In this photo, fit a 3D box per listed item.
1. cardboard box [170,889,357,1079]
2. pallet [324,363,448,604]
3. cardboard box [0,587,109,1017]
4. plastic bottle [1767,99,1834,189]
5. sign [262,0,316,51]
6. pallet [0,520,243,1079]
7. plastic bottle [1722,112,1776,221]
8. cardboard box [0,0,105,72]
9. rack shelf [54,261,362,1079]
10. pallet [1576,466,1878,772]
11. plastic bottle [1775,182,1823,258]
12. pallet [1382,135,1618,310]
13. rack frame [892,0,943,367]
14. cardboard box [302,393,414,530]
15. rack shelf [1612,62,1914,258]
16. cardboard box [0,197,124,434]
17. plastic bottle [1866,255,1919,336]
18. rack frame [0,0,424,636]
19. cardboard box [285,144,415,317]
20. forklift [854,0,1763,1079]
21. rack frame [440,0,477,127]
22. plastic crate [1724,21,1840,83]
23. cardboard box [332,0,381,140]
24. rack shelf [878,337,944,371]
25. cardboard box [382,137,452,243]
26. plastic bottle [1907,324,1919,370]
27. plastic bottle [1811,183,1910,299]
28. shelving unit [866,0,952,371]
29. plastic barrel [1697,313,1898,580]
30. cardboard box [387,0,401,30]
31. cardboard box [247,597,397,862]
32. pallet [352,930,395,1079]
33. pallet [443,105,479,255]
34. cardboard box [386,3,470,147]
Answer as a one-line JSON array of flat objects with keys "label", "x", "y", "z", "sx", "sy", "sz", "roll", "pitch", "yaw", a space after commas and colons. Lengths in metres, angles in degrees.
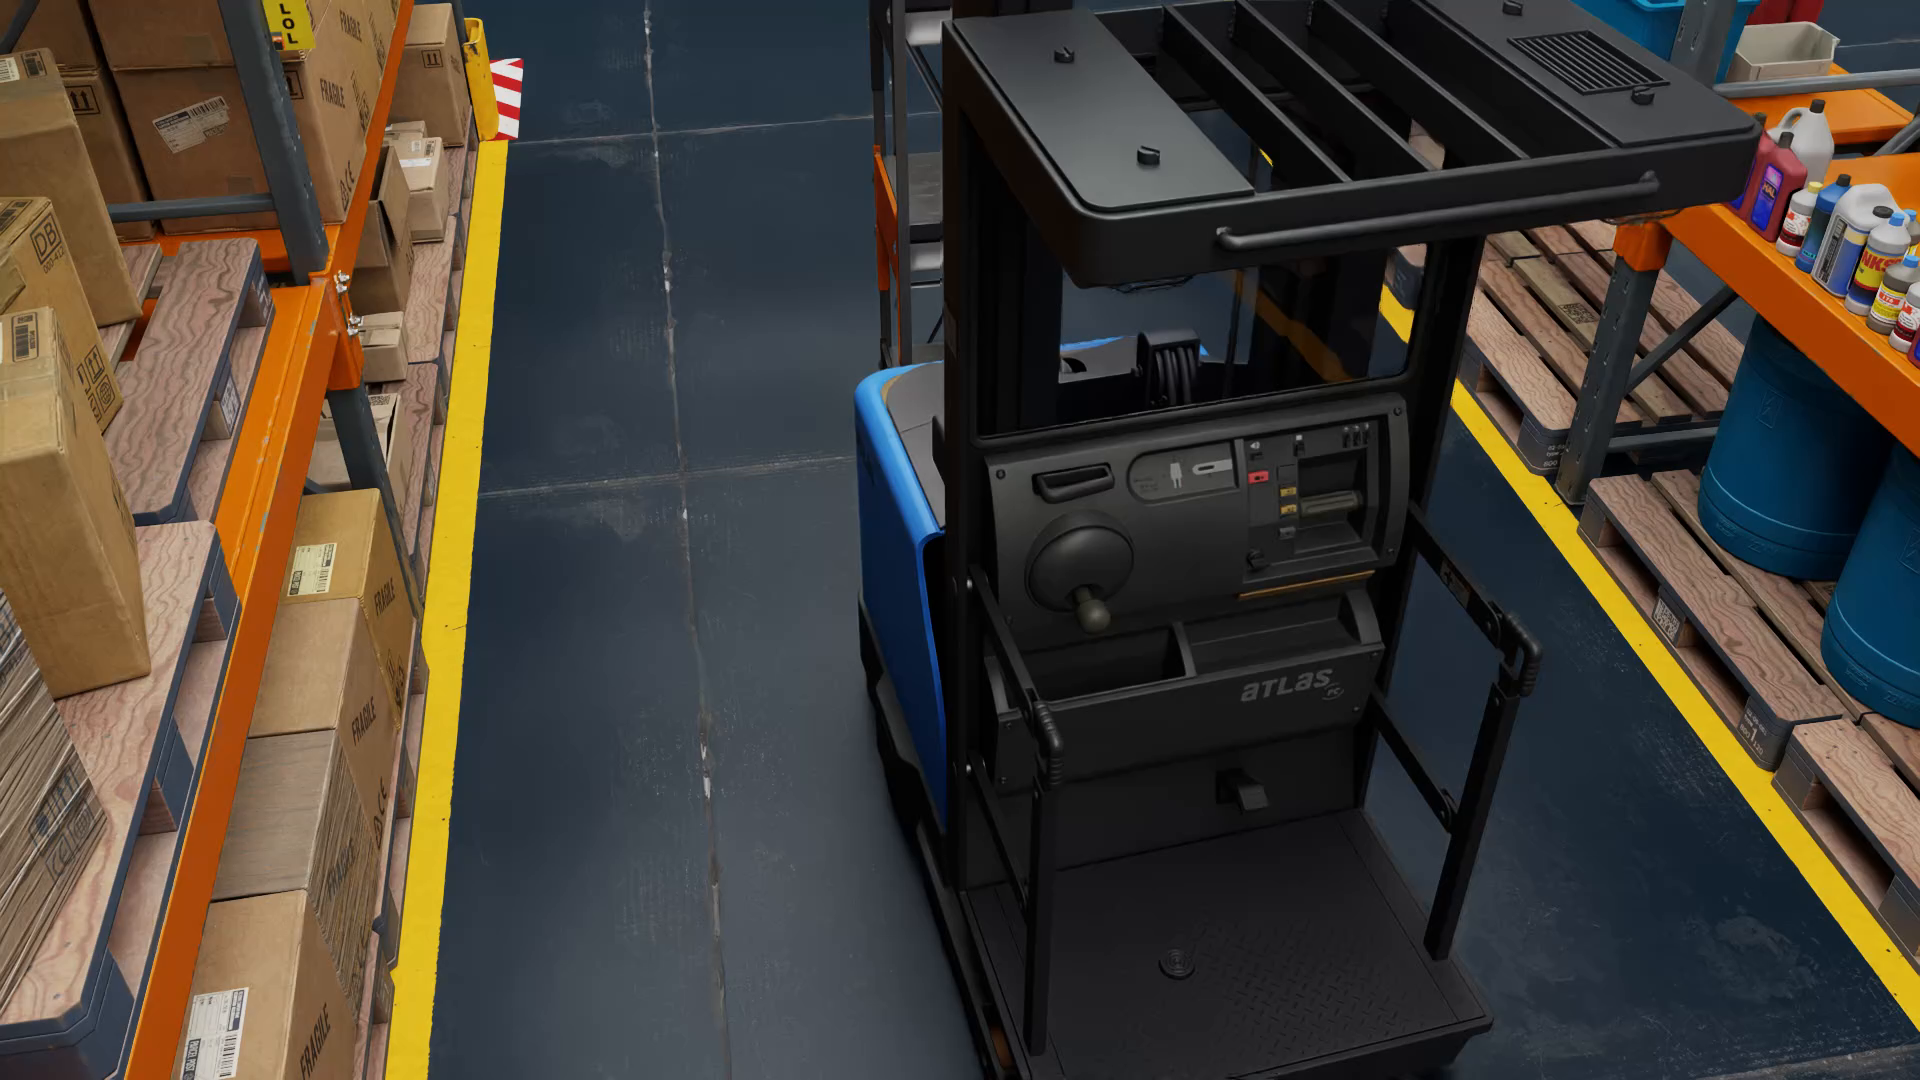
[{"label": "cardboard box", "x": -1.611, "y": 1.131, "z": 3.528, "sx": 0.500, "sy": 0.500, "sz": 0.500, "roll": -7, "pitch": 38, "yaw": -9}, {"label": "pallet", "x": -2.357, "y": -0.172, "z": 5.800, "sx": 1.003, "sy": 0.211, "sz": 1.213, "roll": -6, "pitch": 38, "yaw": -8}, {"label": "cardboard box", "x": -1.730, "y": 0.411, "z": 2.353, "sx": 0.700, "sy": 0.500, "sz": 0.500, "roll": 0, "pitch": 38, "yaw": 1}, {"label": "plastic bottle", "x": 2.390, "y": -1.098, "z": 4.759, "sx": 0.144, "sy": 0.351, "sz": 0.185, "roll": -6, "pitch": 38, "yaw": -8}, {"label": "sign", "x": -1.691, "y": -1.378, "z": 4.135, "sx": 0.100, "sy": 0.325, "sz": 0.005, "roll": -6, "pitch": 38, "yaw": -8}, {"label": "pallet", "x": -1.881, "y": 0.459, "z": 2.871, "sx": 1.003, "sy": 0.211, "sz": 1.213, "roll": -6, "pitch": 38, "yaw": -8}, {"label": "plastic bottle", "x": 2.284, "y": -1.076, "z": 4.785, "sx": 0.061, "sy": 0.283, "sz": 0.133, "roll": -6, "pitch": 38, "yaw": -8}, {"label": "cardboard box", "x": -2.581, "y": -1.571, "z": 4.430, "sx": 0.500, "sy": 0.500, "sz": 0.500, "roll": -6, "pitch": 38, "yaw": -8}, {"label": "rack shelf", "x": -1.886, "y": 0.633, "z": 3.076, "sx": 1.077, "sy": 0.370, "sz": 4.000, "roll": -6, "pitch": 38, "yaw": -8}, {"label": "pallet", "x": 2.734, "y": 0.182, "z": 5.343, "sx": 1.003, "sy": 0.211, "sz": 1.213, "roll": -6, "pitch": 38, "yaw": -8}, {"label": "plastic bottle", "x": 2.346, "y": -0.895, "z": 4.619, "sx": 0.097, "sy": 0.201, "sz": 0.097, "roll": 0, "pitch": 38, "yaw": 0}, {"label": "pallet", "x": 2.256, "y": -1.467, "z": 7.466, "sx": 1.003, "sy": 0.211, "sz": 1.213, "roll": -6, "pitch": 38, "yaw": -8}, {"label": "rack frame", "x": 0.014, "y": -0.782, "z": 5.045, "sx": 0.400, "sy": 2.100, "sz": 0.015, "roll": -6, "pitch": 38, "yaw": -8}, {"label": "cardboard box", "x": -2.098, "y": -0.248, "z": 5.457, "sx": 0.500, "sy": 0.311, "sz": 0.500, "roll": -6, "pitch": 38, "yaw": -8}, {"label": "rack shelf", "x": 2.290, "y": -2.313, "z": 6.869, "sx": 1.077, "sy": 0.370, "sz": 4.000, "roll": -6, "pitch": 38, "yaw": -8}, {"label": "cardboard box", "x": -2.191, "y": -0.345, "z": 3.326, "sx": 0.700, "sy": 0.500, "sz": 0.500, "roll": -1, "pitch": 38, "yaw": -1}, {"label": "plastic bottle", "x": 2.421, "y": -0.638, "z": 4.288, "sx": 0.097, "sy": 0.201, "sz": 0.097, "roll": 0, "pitch": 38, "yaw": 0}, {"label": "rack frame", "x": -2.237, "y": -0.859, "z": 4.411, "sx": 1.000, "sy": 3.000, "sz": 0.127, "roll": -6, "pitch": 38, "yaw": -8}, {"label": "cardboard box", "x": -2.572, "y": -1.181, "z": 6.501, "sx": 0.797, "sy": 0.503, "sz": 0.637, "roll": -6, "pitch": 38, "yaw": -8}, {"label": "forklift", "x": 0.571, "y": 0.019, "z": 3.337, "sx": 1.130, "sy": 2.935, "sz": 3.031, "roll": -9, "pitch": 39, "yaw": -12}, {"label": "rack frame", "x": -2.938, "y": -3.275, "z": 7.520, "sx": 1.000, "sy": 3.000, "sz": 0.127, "roll": -6, "pitch": 38, "yaw": -8}, {"label": "plastic crate", "x": 2.699, "y": -1.605, "z": 5.537, "sx": 0.396, "sy": 0.136, "sz": 0.243, "roll": -6, "pitch": 38, "yaw": -8}, {"label": "cardboard box", "x": -2.151, "y": -1.544, "z": 5.211, "sx": 0.500, "sy": 0.500, "sz": 0.500, "roll": -6, "pitch": 38, "yaw": -7}, {"label": "rack shelf", "x": -0.029, "y": -0.366, "z": 5.672, "sx": 0.431, "sy": 0.518, "sz": 0.480, "roll": -6, "pitch": 38, "yaw": -8}, {"label": "cardboard box", "x": -2.464, "y": -1.484, "z": 7.098, "sx": 0.500, "sy": 0.250, "sz": 0.500, "roll": -6, "pitch": 38, "yaw": -8}, {"label": "plastic bottle", "x": 2.440, "y": -0.539, "z": 4.095, "sx": 0.061, "sy": 0.283, "sz": 0.133, "roll": -6, "pitch": 38, "yaw": -8}, {"label": "plastic bottle", "x": 2.410, "y": -0.799, "z": 4.434, "sx": 0.152, "sy": 0.276, "sz": 0.135, "roll": -6, "pitch": 38, "yaw": -8}, {"label": "shelving unit", "x": -0.029, "y": -0.929, "z": 5.235, "sx": 0.431, "sy": 2.100, "sz": 0.503, "roll": -6, "pitch": 38, "yaw": -8}, {"label": "plastic barrel", "x": 2.719, "y": -0.396, "z": 5.183, "sx": 0.600, "sy": 0.901, "sz": 0.708, "roll": -6, "pitch": 38, "yaw": -8}, {"label": "cardboard box", "x": -2.327, "y": -2.154, "z": 5.996, "sx": 0.500, "sy": 0.500, "sz": 0.500, "roll": -7, "pitch": 38, "yaw": -9}, {"label": "cardboard box", "x": -1.790, "y": 0.521, "z": 4.313, "sx": 0.500, "sy": 0.500, "sz": 0.500, "roll": -6, "pitch": 38, "yaw": -8}, {"label": "pallet", "x": -1.840, "y": 1.468, "z": 3.688, "sx": 1.003, "sy": 0.211, "sz": 1.213, "roll": -6, "pitch": 38, "yaw": -8}, {"label": "pallet", "x": -2.784, "y": -1.646, "z": 7.697, "sx": 1.003, "sy": 0.211, "sz": 1.213, "roll": -6, "pitch": 38, "yaw": -8}, {"label": "cardboard box", "x": -2.601, "y": -2.160, "z": 7.764, "sx": 0.500, "sy": 0.500, "sz": 0.500, "roll": -6, "pitch": 38, "yaw": -8}]
